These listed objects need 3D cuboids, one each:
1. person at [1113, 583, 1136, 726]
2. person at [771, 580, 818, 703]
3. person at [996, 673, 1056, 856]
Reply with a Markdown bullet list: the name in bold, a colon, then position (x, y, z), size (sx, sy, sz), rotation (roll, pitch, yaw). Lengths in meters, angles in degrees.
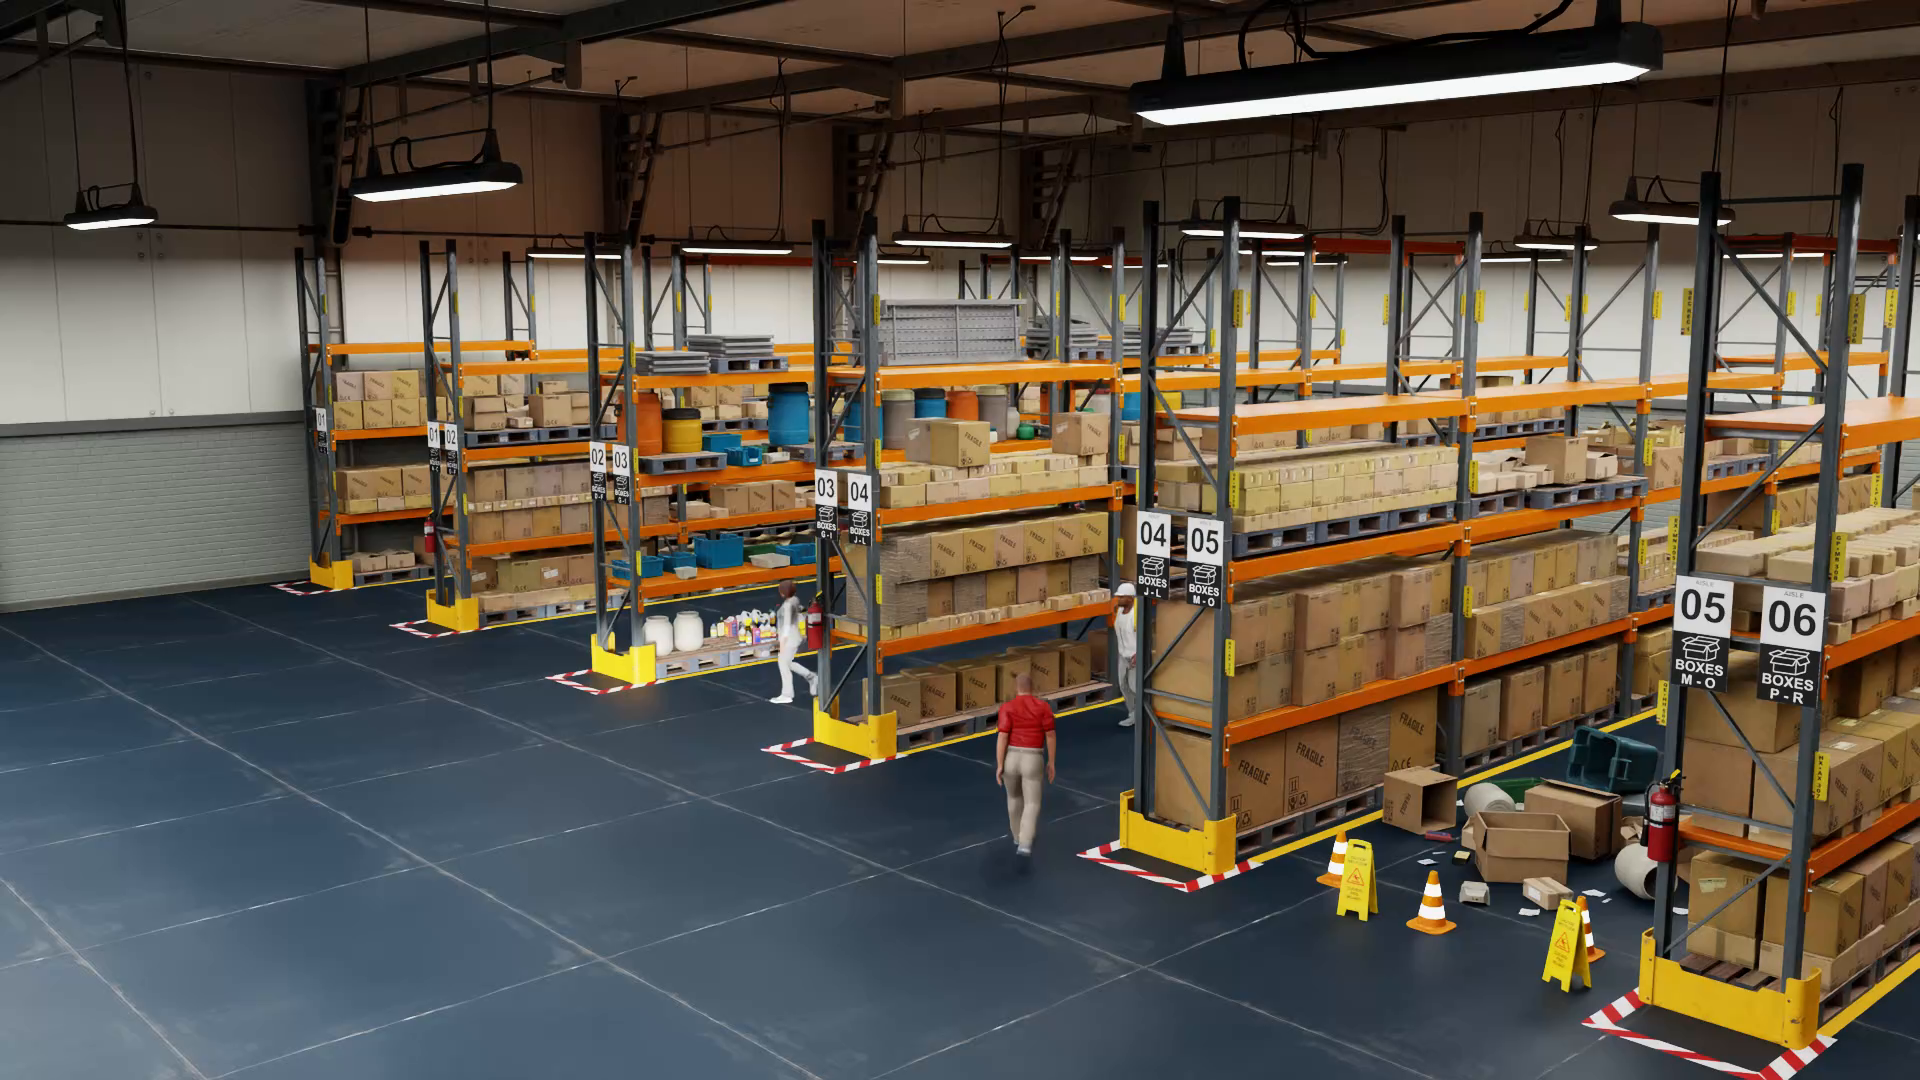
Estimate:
- **person**: position (2.157, 1.373, 20.110), size (0.678, 1.740, 0.636), rotation (-5, 10, -31)
- **person**: position (-2.101, 1.289, 21.129), size (0.598, 1.584, 0.472), rotation (2, 9, 11)
- **person**: position (0.615, 2.084, 15.426), size (0.540, 1.683, 0.985), rotation (2, 9, 11)
